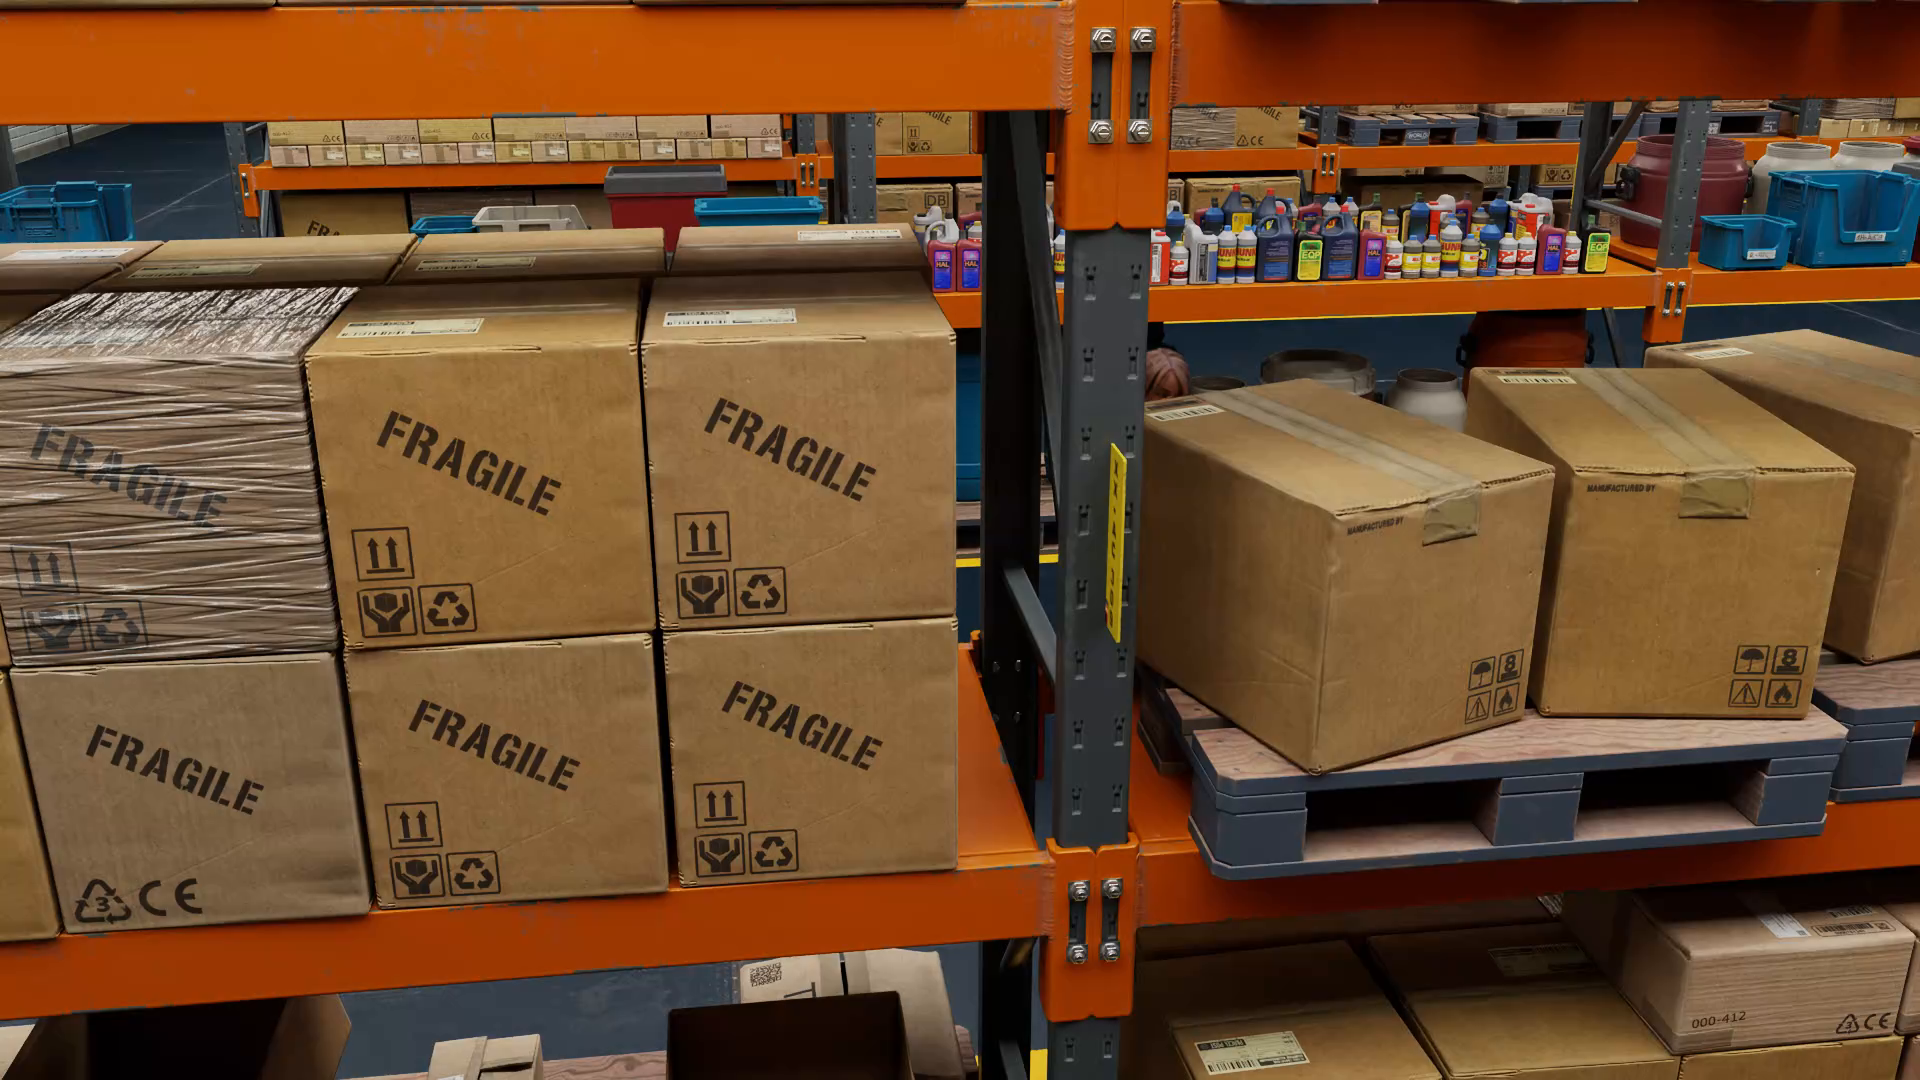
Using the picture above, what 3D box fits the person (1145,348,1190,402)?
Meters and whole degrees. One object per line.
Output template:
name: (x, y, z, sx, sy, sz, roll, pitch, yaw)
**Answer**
person: (0.653, 0.097, 5.829, 0.462, 1.592, 0.339, -4, 21, -10)
